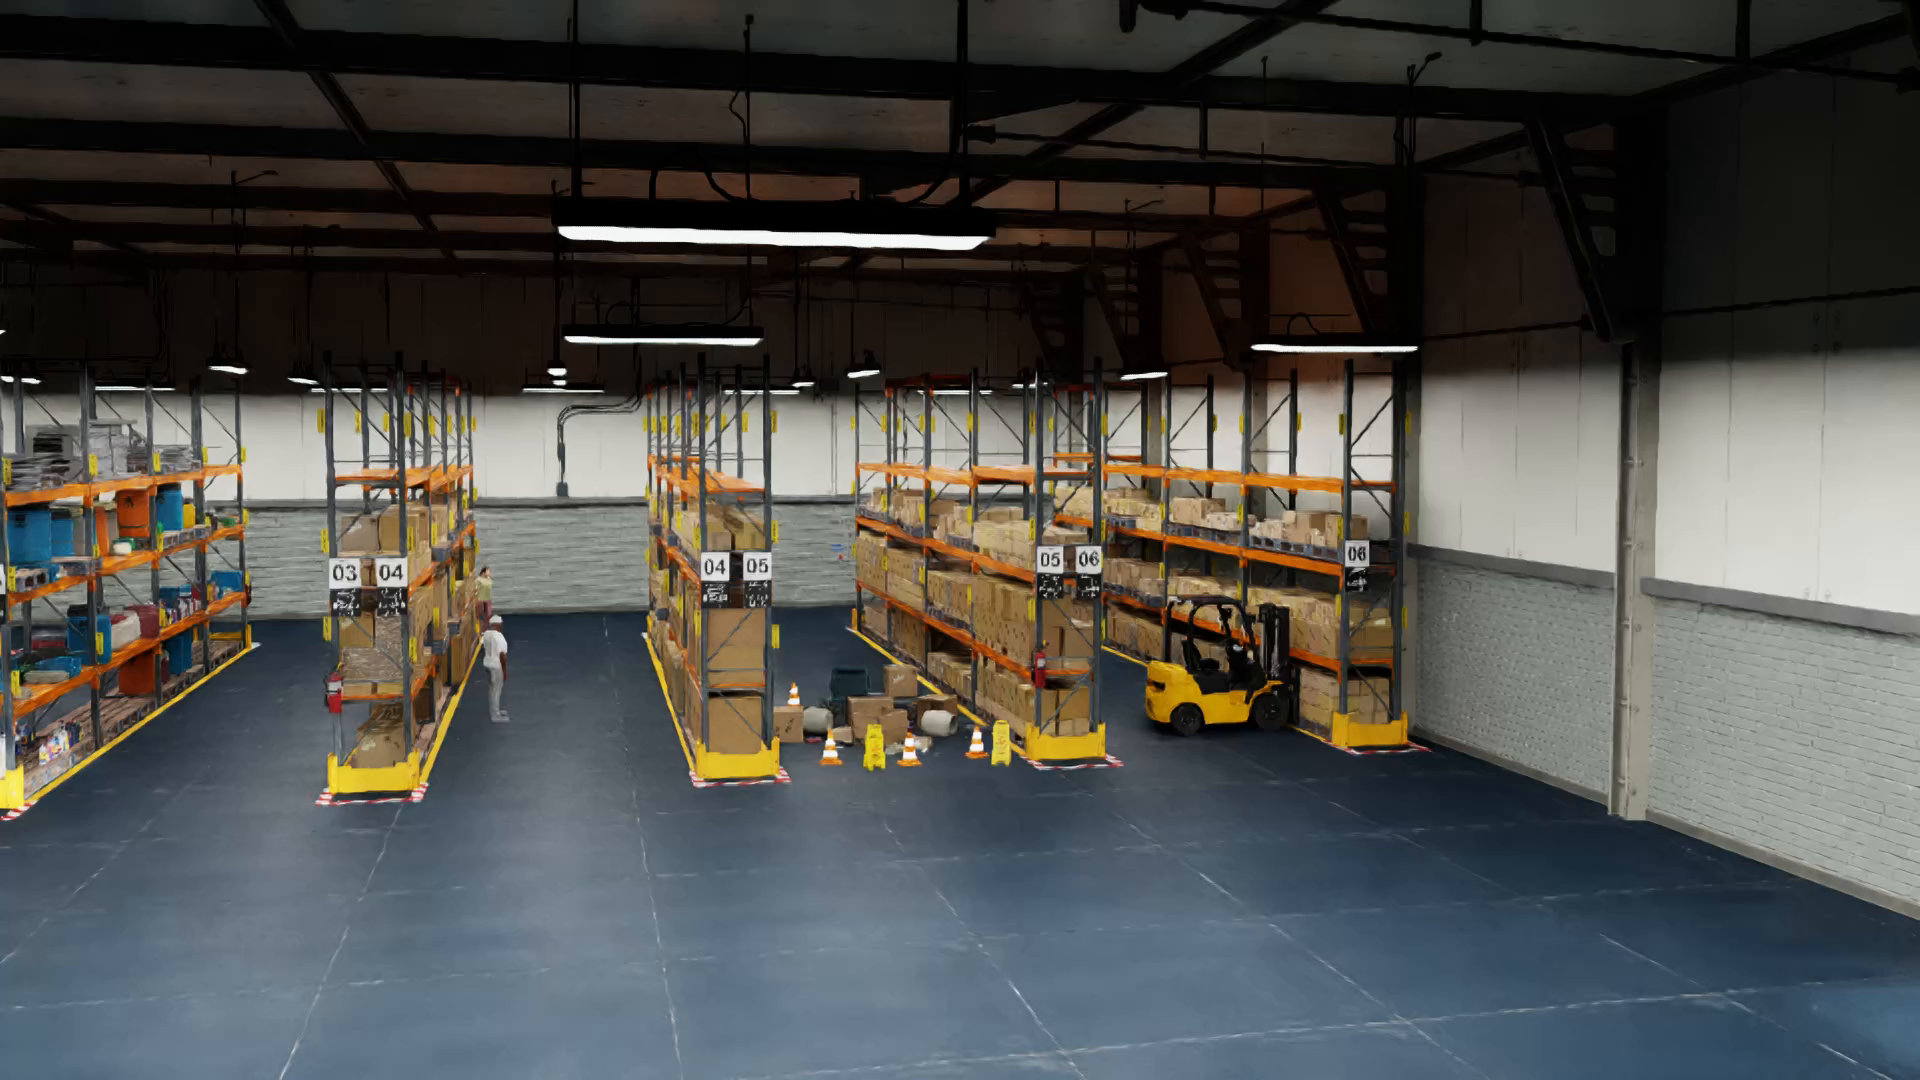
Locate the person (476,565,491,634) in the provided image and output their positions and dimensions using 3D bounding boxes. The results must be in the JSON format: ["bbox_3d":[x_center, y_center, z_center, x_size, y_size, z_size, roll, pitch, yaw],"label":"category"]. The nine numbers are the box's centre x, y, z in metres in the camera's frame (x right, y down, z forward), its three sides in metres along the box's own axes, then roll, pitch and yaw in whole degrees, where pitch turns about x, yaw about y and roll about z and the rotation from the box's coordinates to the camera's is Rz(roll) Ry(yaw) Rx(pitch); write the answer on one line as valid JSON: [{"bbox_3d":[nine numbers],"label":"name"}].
[{"bbox_3d":[-11.410,1.424,39.603,0.552,1.658,0.504,3,5,41],"label":"person"}]

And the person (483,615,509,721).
[{"bbox_3d":[-7.804,2.143,28.125,0.463,1.772,0.630,-4,5,-43],"label":"person"}]
